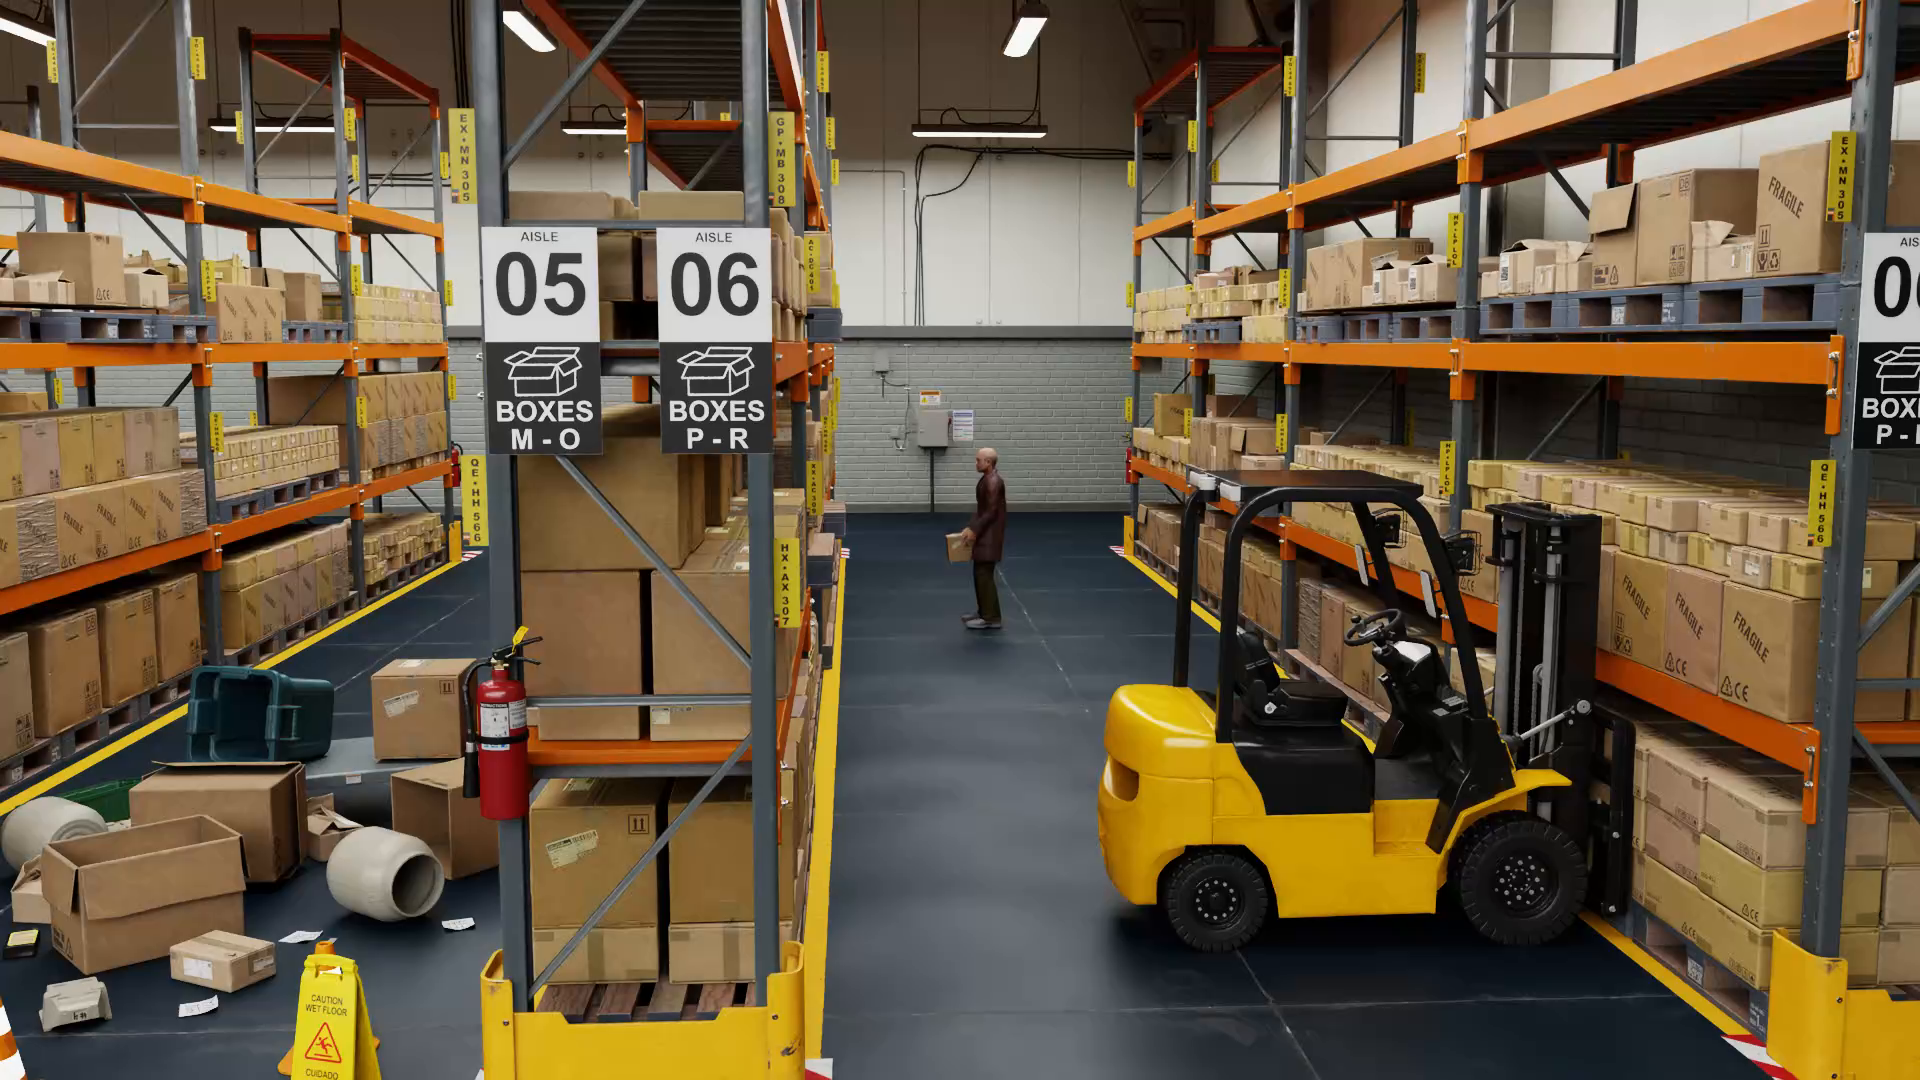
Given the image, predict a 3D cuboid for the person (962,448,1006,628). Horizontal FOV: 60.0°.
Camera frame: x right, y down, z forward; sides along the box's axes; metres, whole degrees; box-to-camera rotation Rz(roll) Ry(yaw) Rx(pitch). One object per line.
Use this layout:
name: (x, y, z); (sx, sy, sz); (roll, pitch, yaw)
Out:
person: (0.234, -0.027, 16.501); (0.443, 1.781, 0.579); (-1, 7, -5)
